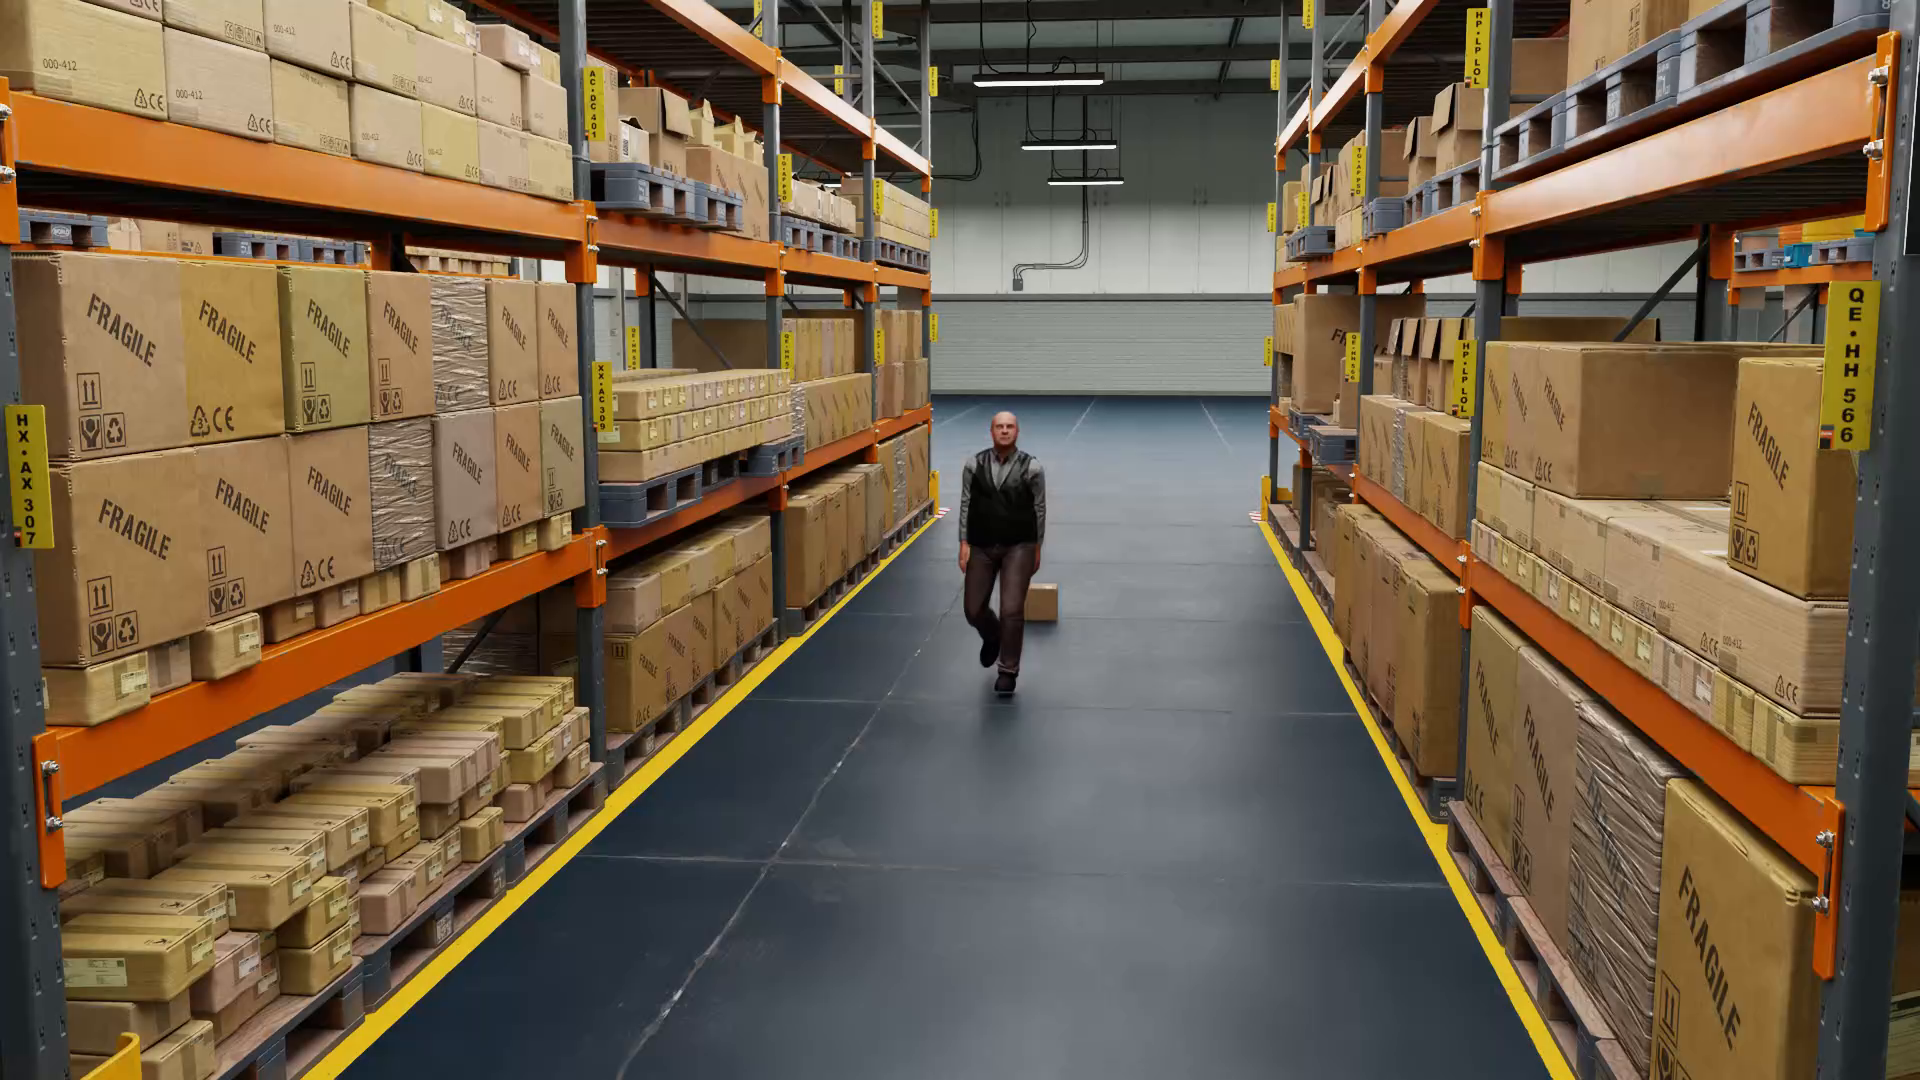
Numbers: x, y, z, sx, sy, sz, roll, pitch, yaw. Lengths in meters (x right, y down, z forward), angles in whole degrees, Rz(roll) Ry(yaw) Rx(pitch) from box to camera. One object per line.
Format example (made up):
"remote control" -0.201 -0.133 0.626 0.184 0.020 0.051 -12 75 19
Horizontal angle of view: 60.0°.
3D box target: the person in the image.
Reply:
"person" 0.264 0.052 10.343 0.539 1.702 0.706 2 8 12
